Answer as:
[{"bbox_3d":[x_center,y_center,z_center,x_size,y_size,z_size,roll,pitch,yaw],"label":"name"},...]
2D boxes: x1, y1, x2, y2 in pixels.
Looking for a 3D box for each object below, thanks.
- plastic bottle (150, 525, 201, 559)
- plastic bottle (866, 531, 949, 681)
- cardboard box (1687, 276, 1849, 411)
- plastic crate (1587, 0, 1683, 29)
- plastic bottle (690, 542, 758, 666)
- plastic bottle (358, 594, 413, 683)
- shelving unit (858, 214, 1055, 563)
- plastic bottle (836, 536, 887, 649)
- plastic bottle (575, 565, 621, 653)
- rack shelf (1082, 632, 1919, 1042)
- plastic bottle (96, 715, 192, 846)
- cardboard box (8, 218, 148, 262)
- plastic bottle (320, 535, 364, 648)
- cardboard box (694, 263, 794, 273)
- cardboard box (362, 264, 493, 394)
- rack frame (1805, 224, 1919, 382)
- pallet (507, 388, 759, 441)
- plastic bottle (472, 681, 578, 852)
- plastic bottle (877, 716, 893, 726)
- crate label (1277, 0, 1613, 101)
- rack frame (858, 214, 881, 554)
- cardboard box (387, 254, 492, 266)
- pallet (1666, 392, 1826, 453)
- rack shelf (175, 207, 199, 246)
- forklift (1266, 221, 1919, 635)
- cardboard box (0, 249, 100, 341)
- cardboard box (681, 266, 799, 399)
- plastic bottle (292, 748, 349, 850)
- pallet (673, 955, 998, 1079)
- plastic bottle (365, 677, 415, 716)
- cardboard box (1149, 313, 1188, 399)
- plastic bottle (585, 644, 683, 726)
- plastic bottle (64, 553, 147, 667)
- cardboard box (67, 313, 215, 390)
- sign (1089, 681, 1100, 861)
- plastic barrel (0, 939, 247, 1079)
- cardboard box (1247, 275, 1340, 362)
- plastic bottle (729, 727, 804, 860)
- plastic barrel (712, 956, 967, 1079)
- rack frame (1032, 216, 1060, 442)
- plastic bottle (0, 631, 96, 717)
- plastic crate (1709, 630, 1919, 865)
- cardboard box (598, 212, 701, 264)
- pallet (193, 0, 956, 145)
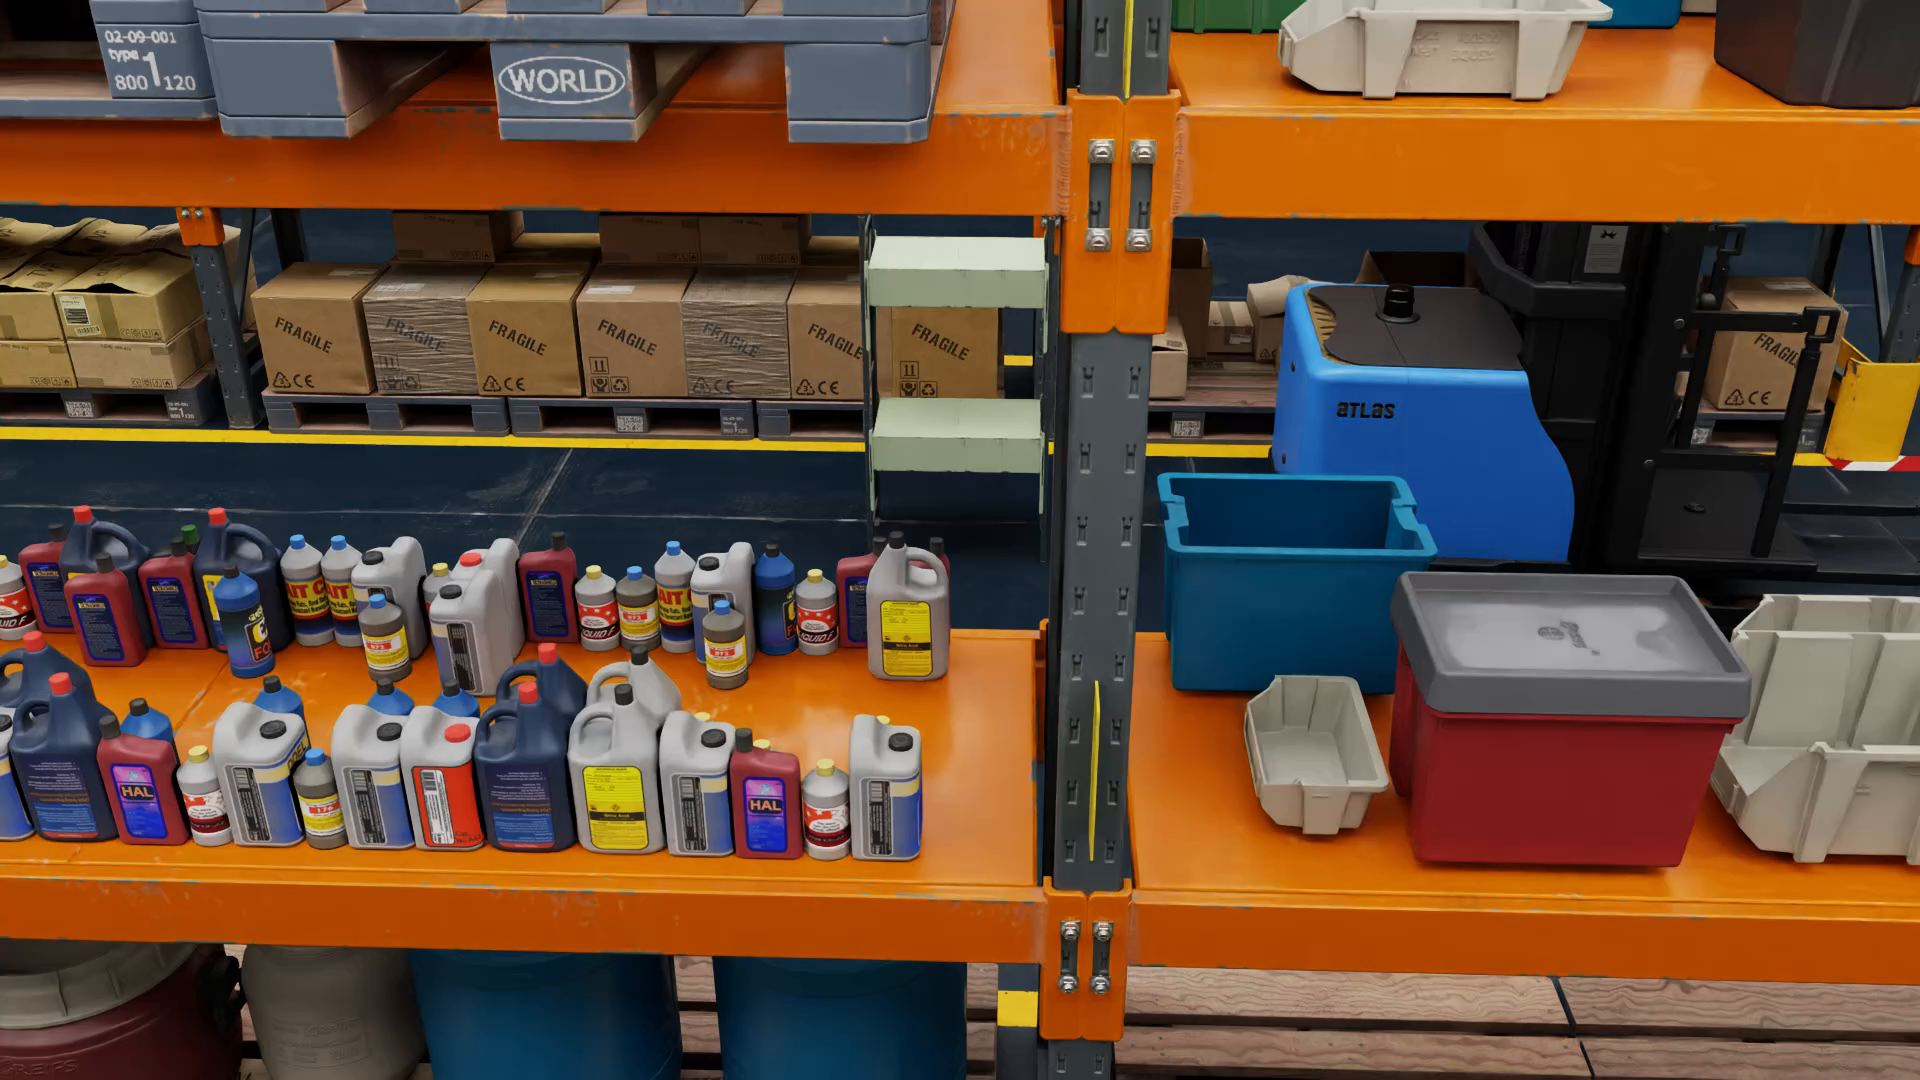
[{"bbox_3d":[-1.857,0.096,3.992,0.133,0.283,0.061,1,28,2],"label":"plastic bottle"},{"bbox_3d":[-0.120,0.143,3.831,0.185,0.351,0.144,1,28,2],"label":"plastic bottle"},{"bbox_3d":[3.885,-0.957,8.052,0.500,0.500,0.500,1,28,2],"label":"cardboard box"},{"bbox_3d":[1.182,-1.107,3.111,0.300,0.233,0.416,1,28,2],"label":"plastic crate"},{"bbox_3d":[-0.554,0.142,3.912,0.135,0.276,0.152,1,28,2],"label":"plastic bottle"},{"bbox_3d":[-1.331,0.220,3.844,0.097,0.201,0.097,0,28,0],"label":"plastic bottle"},{"bbox_3d":[-0.007,-0.663,6.899,0.755,1.500,0.431,1,28,2],"label":"shelving unit"},{"bbox_3d":[-0.224,0.123,3.941,0.133,0.283,0.061,1,28,2],"label":"plastic bottle"},{"bbox_3d":[-0.864,0.157,3.964,0.097,0.201,0.097,0,28,0],"label":"plastic bottle"},{"bbox_3d":[2.260,0.630,3.627,4.000,0.370,1.077,1,28,2],"label":"rack shelf"},{"bbox_3d":[-1.613,0.473,3.281,0.133,0.283,0.061,1,28,2],"label":"plastic bottle"},{"bbox_3d":[-4.596,-1.475,8.718,0.500,0.311,0.500,0,28,1],"label":"cardboard box"},{"bbox_3d":[-1.460,0.116,3.966,0.097,0.271,0.097,0,28,0],"label":"plastic bottle"},{"bbox_3d":[-1.068,-1.267,8.636,0.500,0.500,0.500,1,28,2],"label":"cardboard box"},{"bbox_3d":[-2.590,-1.048,8.224,0.500,0.500,0.500,0,28,0],"label":"cardboard box"},{"bbox_3d":[4.437,-1.973,7.770,0.127,3.000,1.000,1,28,2],"label":"rack frame"},{"bbox_3d":[-1.597,-0.822,8.575,1.213,0.211,1.003,1,28,2],"label":"pallet"},{"bbox_3d":[-0.854,0.436,3.278,0.185,0.351,0.144,1,28,2],"label":"plastic bottle"},{"bbox_3d":[-0.159,0.453,3.405,0.097,0.201,0.097,0,28,0],"label":"plastic bottle"},{"bbox_3d":[0.740,-0.786,2.610,0.466,0.136,0.293,1,28,2],"label":"crate label"},{"bbox_3d":[-0.372,-0.669,6.910,0.023,1.500,0.400,1,28,2],"label":"rack frame"},{"bbox_3d":[-2.615,-1.290,8.680,0.500,0.500,0.500,2,28,4],"label":"cardboard box"},{"bbox_3d":[3.564,-0.755,8.449,1.213,0.211,1.003,1,28,2],"label":"pallet"},{"bbox_3d":[-5.557,-1.821,8.250,4.000,0.370,1.077,1,28,2],"label":"rack shelf"},{"bbox_3d":[2.835,-1.156,6.302,3.031,2.935,1.130,2,28,4],"label":"forklift"},{"bbox_3d":[-4.610,-1.223,8.243,0.500,0.311,0.500,1,28,1],"label":"cardboard box"},{"bbox_3d":[-1.059,-1.024,8.178,0.500,0.500,0.500,1,28,2],"label":"cardboard box"},{"bbox_3d":[-1.265,0.506,3.305,0.097,0.201,0.097,0,28,0],"label":"plastic bottle"},{"bbox_3d":[-0.509,1.479,4.235,1.213,0.211,1.003,1,28,2],"label":"pallet"},{"bbox_3d":[-1.162,0.405,3.420,0.097,0.271,0.097,0,28,0],"label":"plastic bottle"},{"bbox_3d":[0.851,-0.938,8.217,0.500,0.311,0.500,1,28,2],"label":"cardboard box"},{"bbox_3d":[-0.664,0.371,3.400,0.185,0.351,0.144,1,28,2],"label":"plastic bottle"},{"bbox_3d":[-1.996,0.161,3.868,0.133,0.283,0.061,1,28,2],"label":"plastic bottle"},{"bbox_3d":[-4.093,-0.971,8.366,0.500,0.250,0.500,2,28,3],"label":"cardboard box"},{"bbox_3d":[0.239,0.414,2.970,0.005,0.325,0.100,1,28,2],"label":"sign"},{"bbox_3d":[-2.119,1.112,4.077,0.708,0.588,0.600,1,28,2],"label":"plastic barrel"},{"bbox_3d":[1.768,-1.157,8.631,0.500,0.311,0.500,1,28,2],"label":"cardboard box"},{"bbox_3d":[-0.377,0.493,3.242,0.133,0.283,0.061,1,28,2],"label":"plastic bottle"},{"bbox_3d":[-0.282,1.004,3.946,0.708,0.901,0.600,1,28,2],"label":"plastic barrel"},{"bbox_3d":[0.439,-2.039,7.895,0.127,3.000,1.000,1,28,2],"label":"rack frame"},{"bbox_3d":[-1.899,0.347,3.445,0.185,0.351,0.144,1,28,2],"label":"plastic bottle"},{"bbox_3d":[1.780,0.416,3.324,0.530,0.282,0.437,1,28,2],"label":"plastic crate"},{"bbox_3d":[-1.536,-1.607,8.478,0.500,0.250,0.500,0,28,1],"label":"cardboard box"},{"bbox_3d":[-0.526,-0.930,2.801,1.003,0.211,1.213,1,28,2],"label":"pallet"}]
